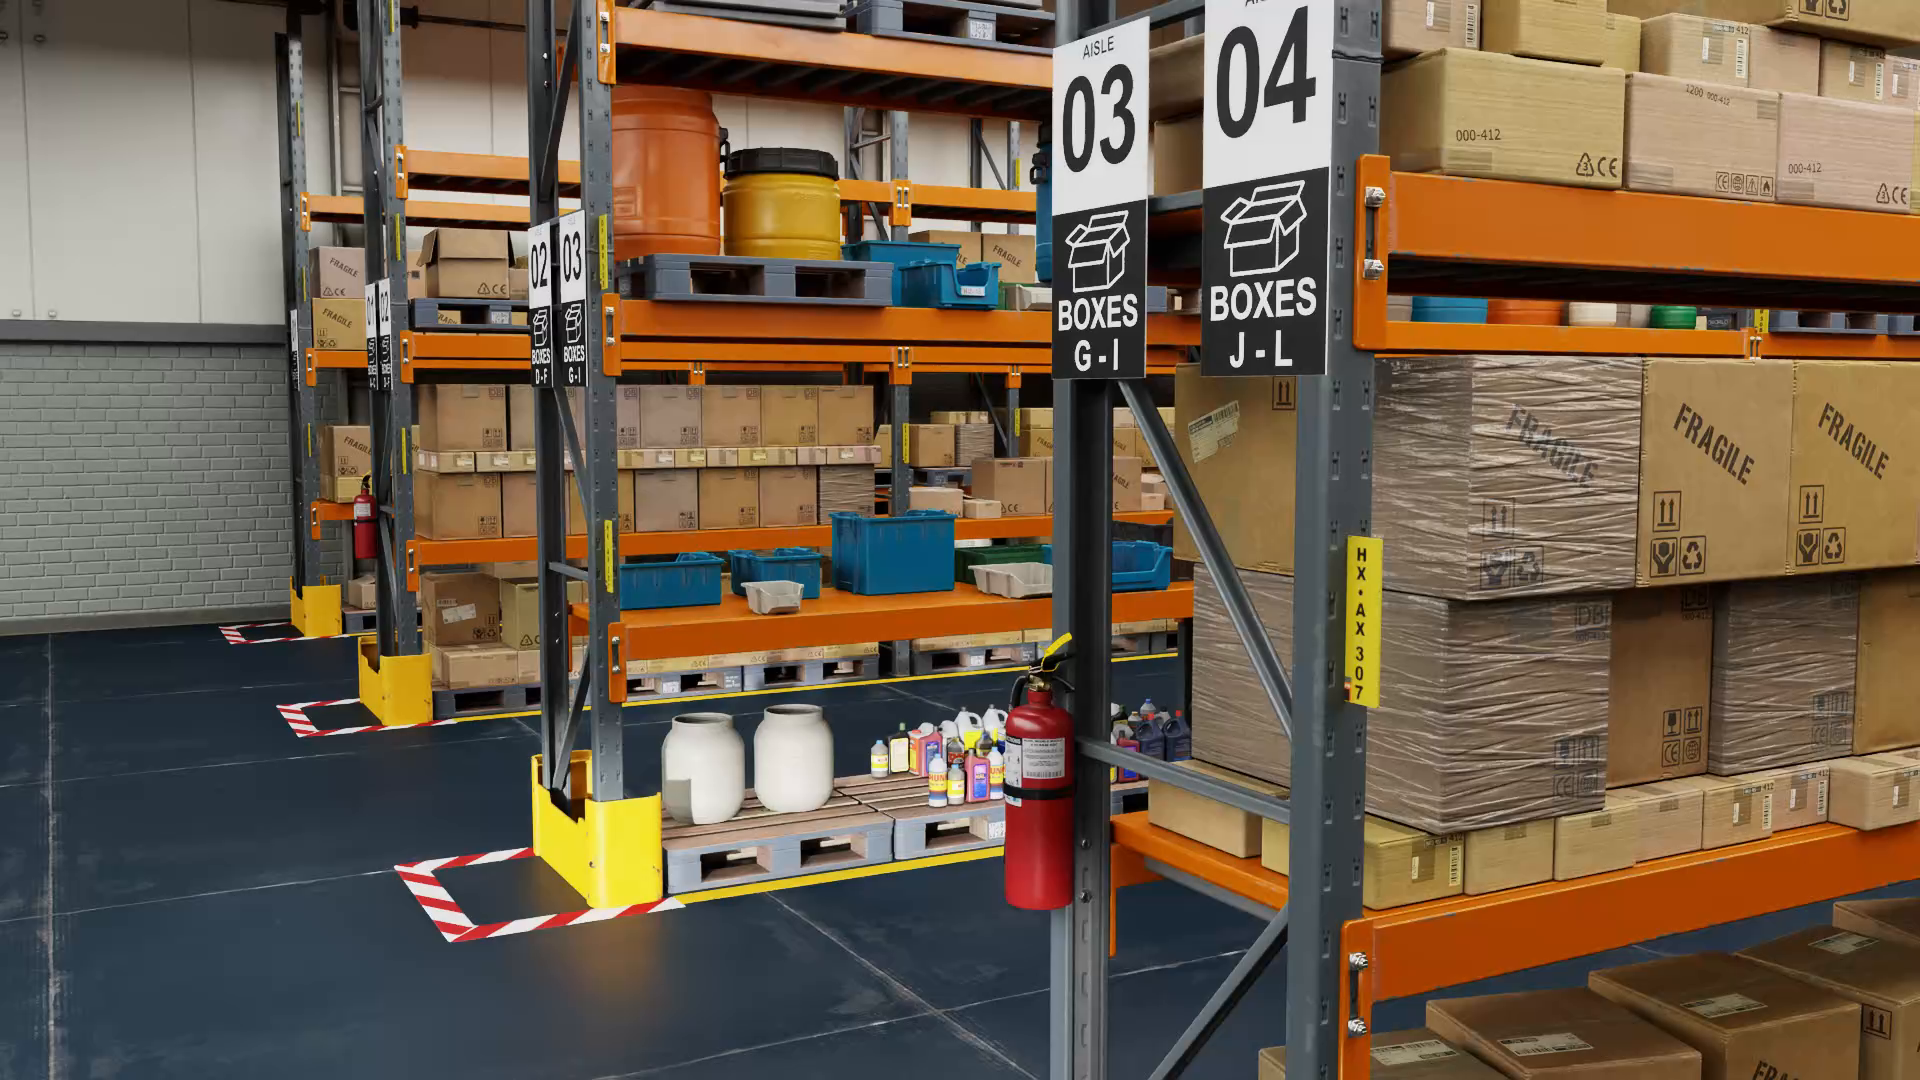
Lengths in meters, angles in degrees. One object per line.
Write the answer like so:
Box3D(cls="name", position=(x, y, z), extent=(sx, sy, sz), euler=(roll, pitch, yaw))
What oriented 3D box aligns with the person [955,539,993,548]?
Box3D(cls="person", position=(-0.024, 0.255, 18.509), extent=(0.544, 1.023, 1.015), euler=(-3, 6, -31))
